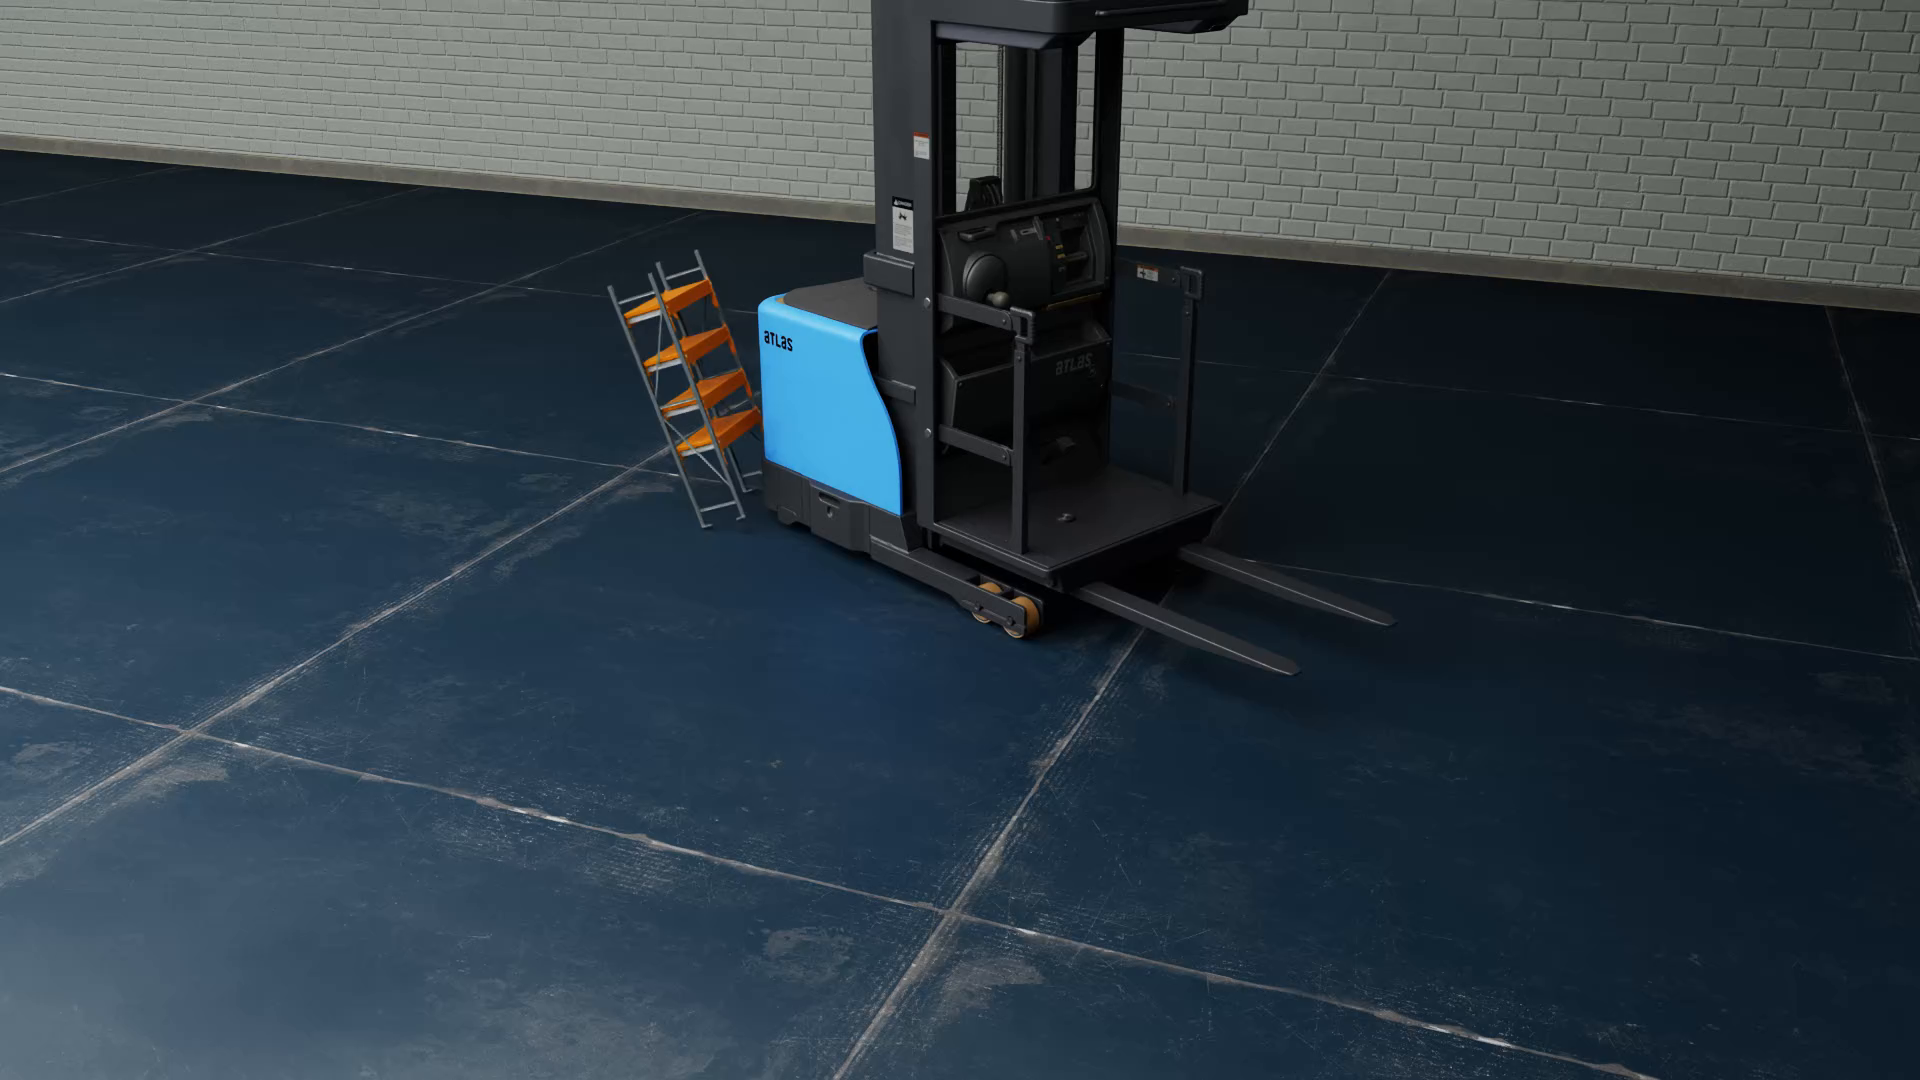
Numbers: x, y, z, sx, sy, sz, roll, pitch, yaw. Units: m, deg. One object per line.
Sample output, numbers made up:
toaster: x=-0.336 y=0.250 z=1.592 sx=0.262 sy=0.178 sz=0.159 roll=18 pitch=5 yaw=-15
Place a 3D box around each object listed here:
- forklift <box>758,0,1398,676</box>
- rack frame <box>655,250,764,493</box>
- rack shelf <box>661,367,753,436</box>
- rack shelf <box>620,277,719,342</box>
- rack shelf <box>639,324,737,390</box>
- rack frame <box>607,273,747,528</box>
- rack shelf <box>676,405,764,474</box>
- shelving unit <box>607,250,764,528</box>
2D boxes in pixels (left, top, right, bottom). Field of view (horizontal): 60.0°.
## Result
forklift: x=0.424 y=-1.175 z=6.759 sx=1.130 sy=2.935 sz=3.031 roll=-20 pitch=30 yaw=-39
rack frame: x=-1.159 y=-0.807 z=8.091 sx=0.240 sy=1.200 sz=0.015 roll=-13 pitch=17 yaw=22
rack shelf: x=-1.207 y=-0.656 z=7.893 sx=0.258 sy=0.148 sz=0.480 roll=-13 pitch=17 yaw=22
rack shelf: x=-1.353 y=-1.074 z=7.767 sx=0.258 sy=0.148 sz=0.480 roll=-13 pitch=17 yaw=22
rack shelf: x=-1.278 y=-0.859 z=7.832 sx=0.258 sy=0.148 sz=0.480 roll=-13 pitch=17 yaw=22
rack frame: x=-1.298 y=-0.628 z=7.659 sx=0.240 sy=1.200 sz=0.015 roll=-13 pitch=17 yaw=22
rack shelf: x=-1.145 y=-0.476 z=7.948 sx=0.258 sy=0.148 sz=0.480 roll=-13 pitch=17 yaw=22
shelving unit: x=-1.229 y=-0.717 z=7.875 sx=0.258 sy=1.200 sz=0.503 roll=-13 pitch=17 yaw=22
